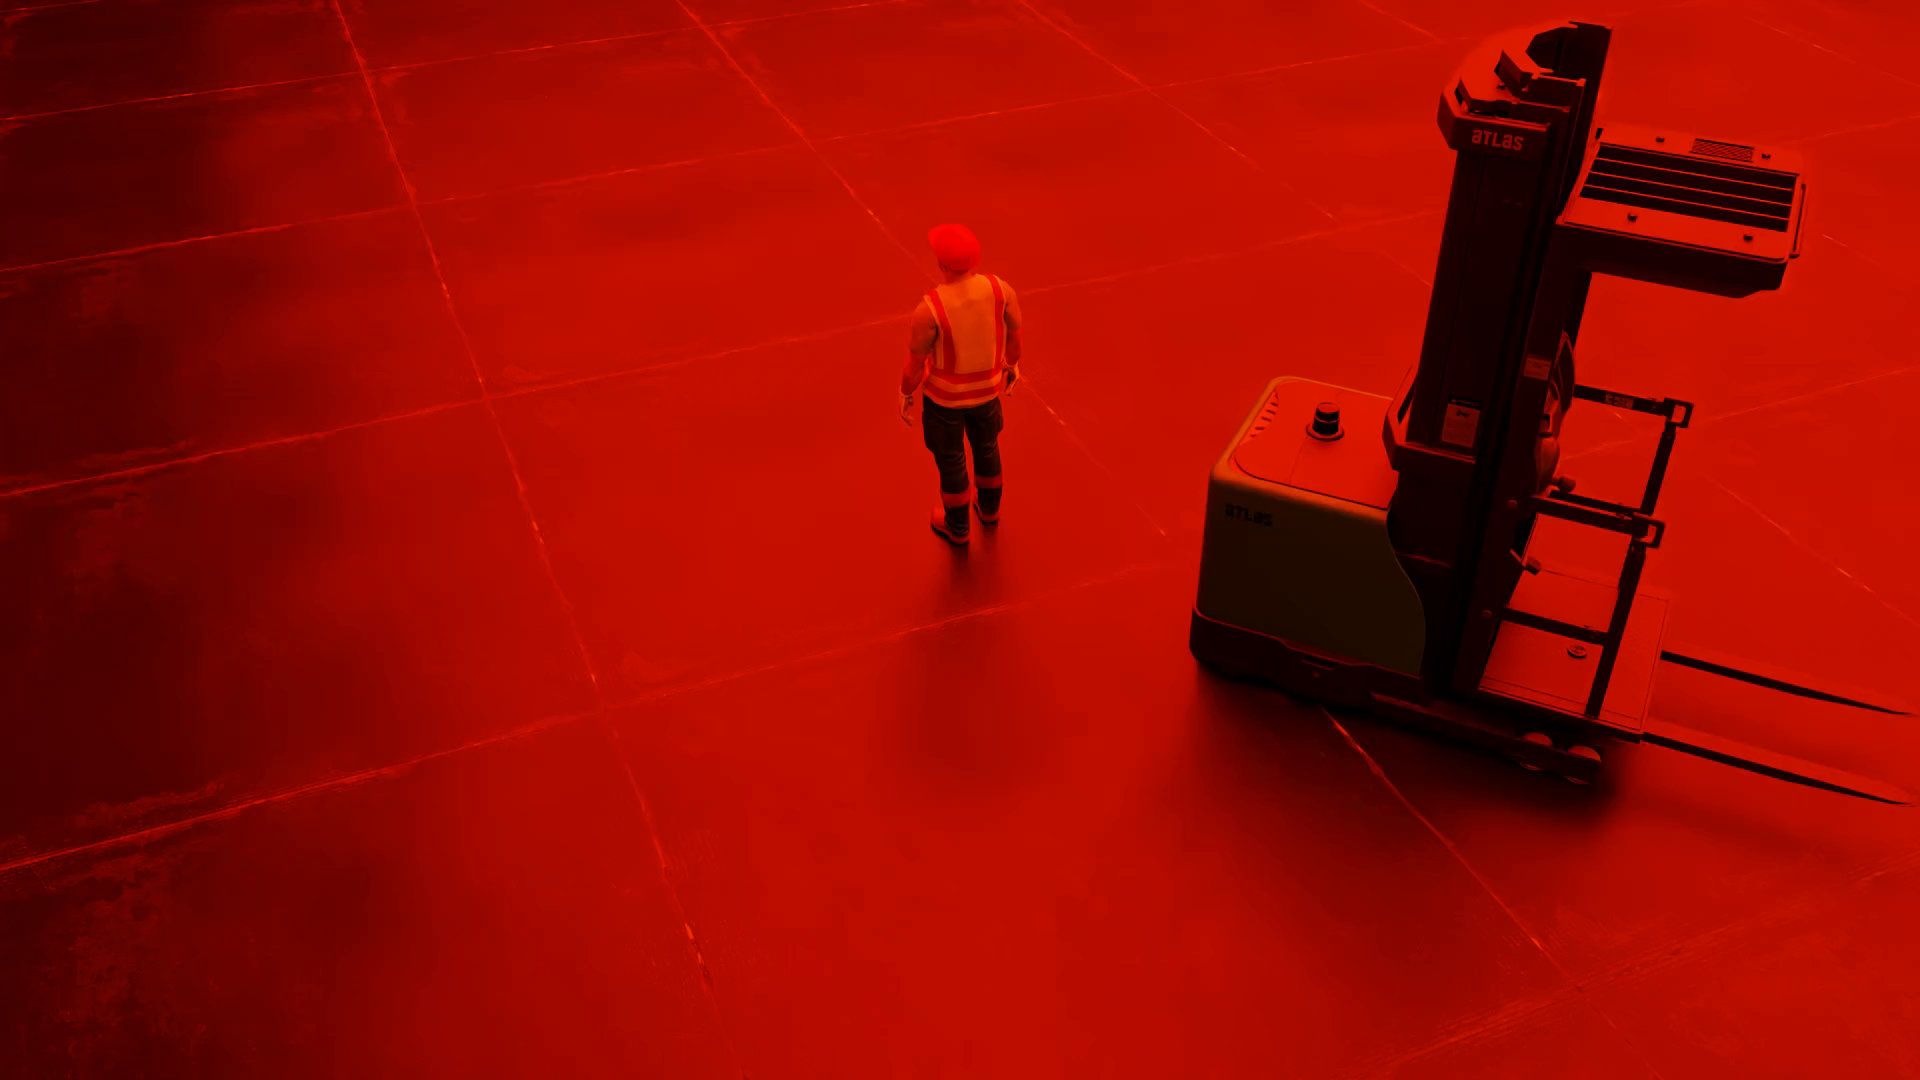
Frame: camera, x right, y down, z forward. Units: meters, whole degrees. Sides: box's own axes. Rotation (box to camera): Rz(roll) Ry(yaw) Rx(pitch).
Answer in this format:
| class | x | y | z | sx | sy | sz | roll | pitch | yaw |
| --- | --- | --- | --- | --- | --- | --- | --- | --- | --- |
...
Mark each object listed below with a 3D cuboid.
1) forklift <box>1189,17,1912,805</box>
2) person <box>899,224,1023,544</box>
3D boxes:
| class | x | y | z | sx | sy | sz | roll | pitch | yaw |
| --- | --- | --- | --- | --- | --- | --- | --- | --- | --- |
| forklift | 2.630 | -0.497 | 6.798 | 3.031 | 2.935 | 1.130 | 16 | 38 | 21 |
| person | -0.021 | -0.780 | 8.169 | 0.638 | 1.787 | 0.564 | -14 | 38 | -19 |
